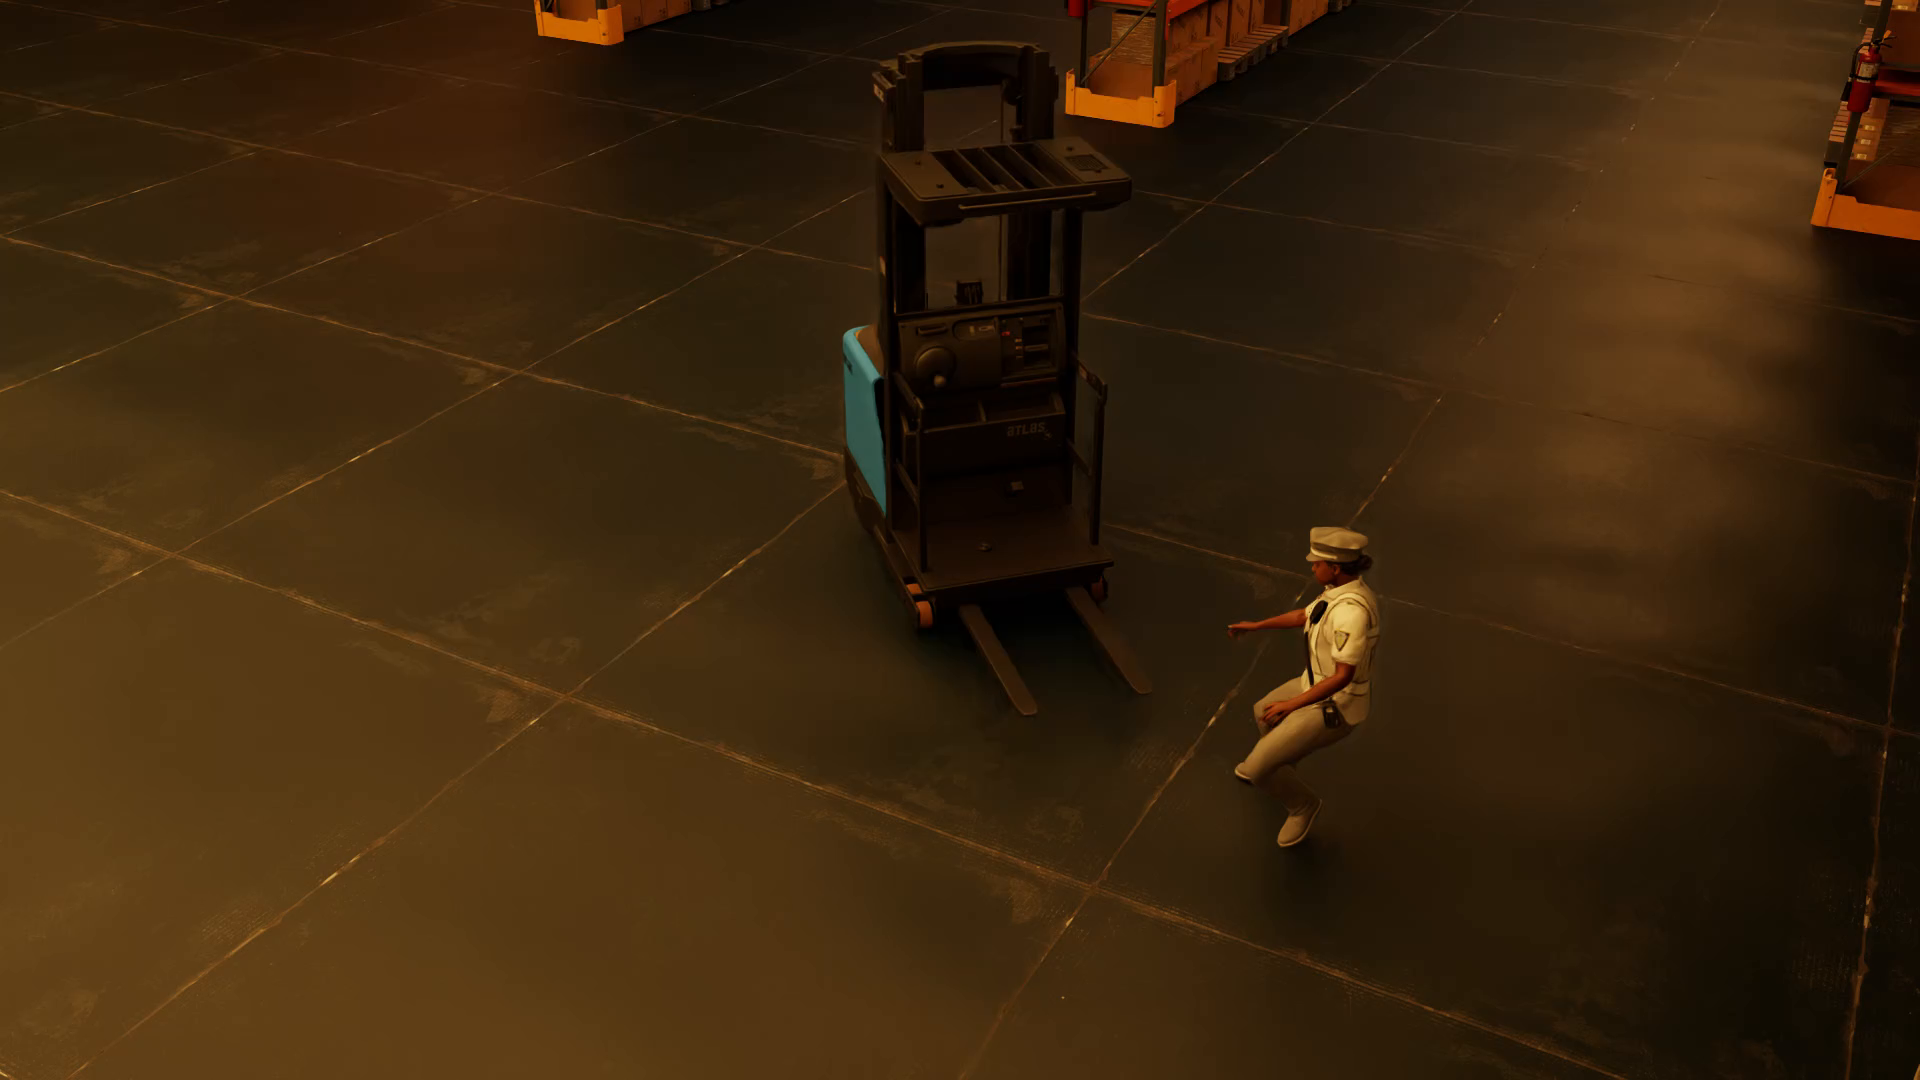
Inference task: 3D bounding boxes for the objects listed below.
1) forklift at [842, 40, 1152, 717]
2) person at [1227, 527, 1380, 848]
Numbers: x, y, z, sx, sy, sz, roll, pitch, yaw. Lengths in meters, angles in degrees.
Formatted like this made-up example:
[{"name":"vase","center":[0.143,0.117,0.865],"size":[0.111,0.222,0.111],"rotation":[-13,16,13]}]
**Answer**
[{"name":"forklift","center":[0.191,-0.995,8.794],"size":[1.130,2.935,3.031],"rotation":[-9,31,-15]},{"name":"person","center":[1.492,0.647,7.371],"size":[0.631,1.499,0.779],"rotation":[5,30,8]}]
